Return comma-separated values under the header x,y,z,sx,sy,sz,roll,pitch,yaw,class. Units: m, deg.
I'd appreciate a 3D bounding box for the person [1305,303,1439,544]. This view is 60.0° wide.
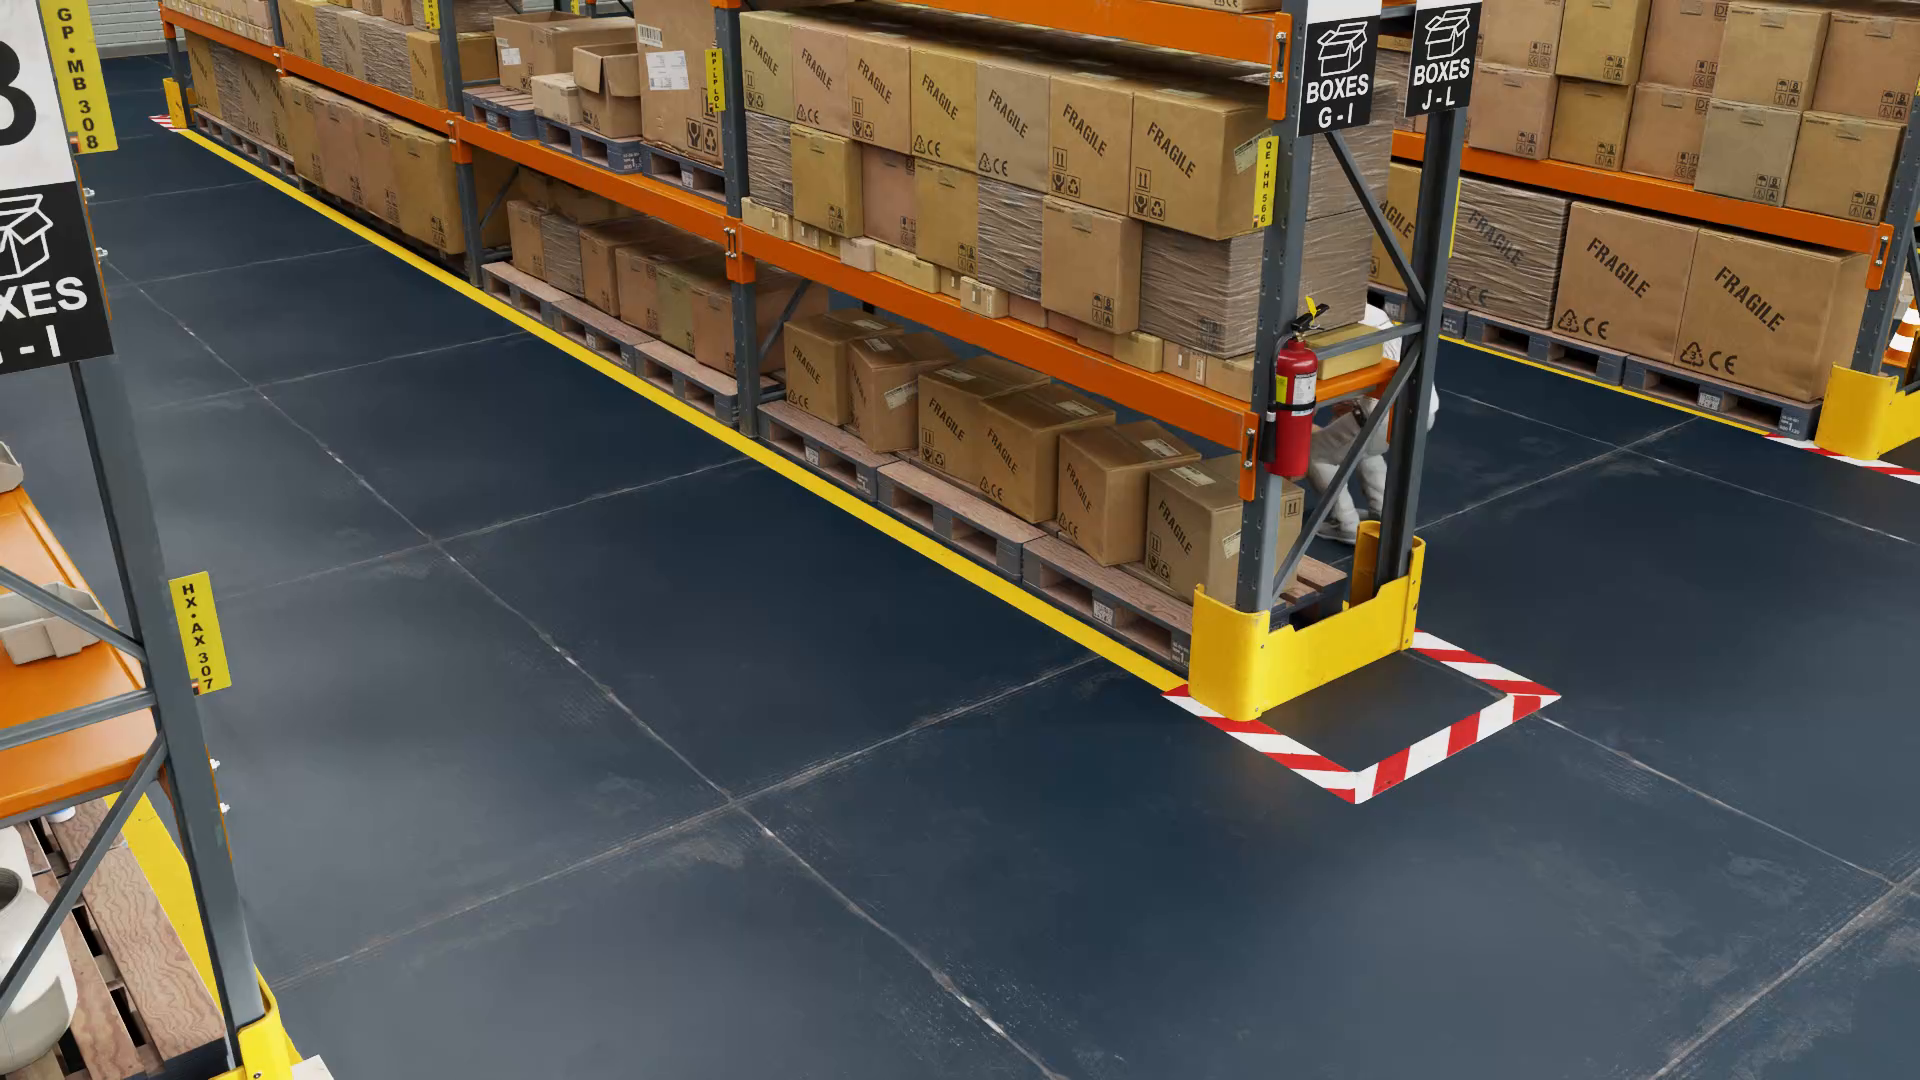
x,y,z,sx,sy,sz,roll,pitch,yaw,class
2.003,-0.644,8.409,0.536,1.324,0.758,-20,31,-36,person
